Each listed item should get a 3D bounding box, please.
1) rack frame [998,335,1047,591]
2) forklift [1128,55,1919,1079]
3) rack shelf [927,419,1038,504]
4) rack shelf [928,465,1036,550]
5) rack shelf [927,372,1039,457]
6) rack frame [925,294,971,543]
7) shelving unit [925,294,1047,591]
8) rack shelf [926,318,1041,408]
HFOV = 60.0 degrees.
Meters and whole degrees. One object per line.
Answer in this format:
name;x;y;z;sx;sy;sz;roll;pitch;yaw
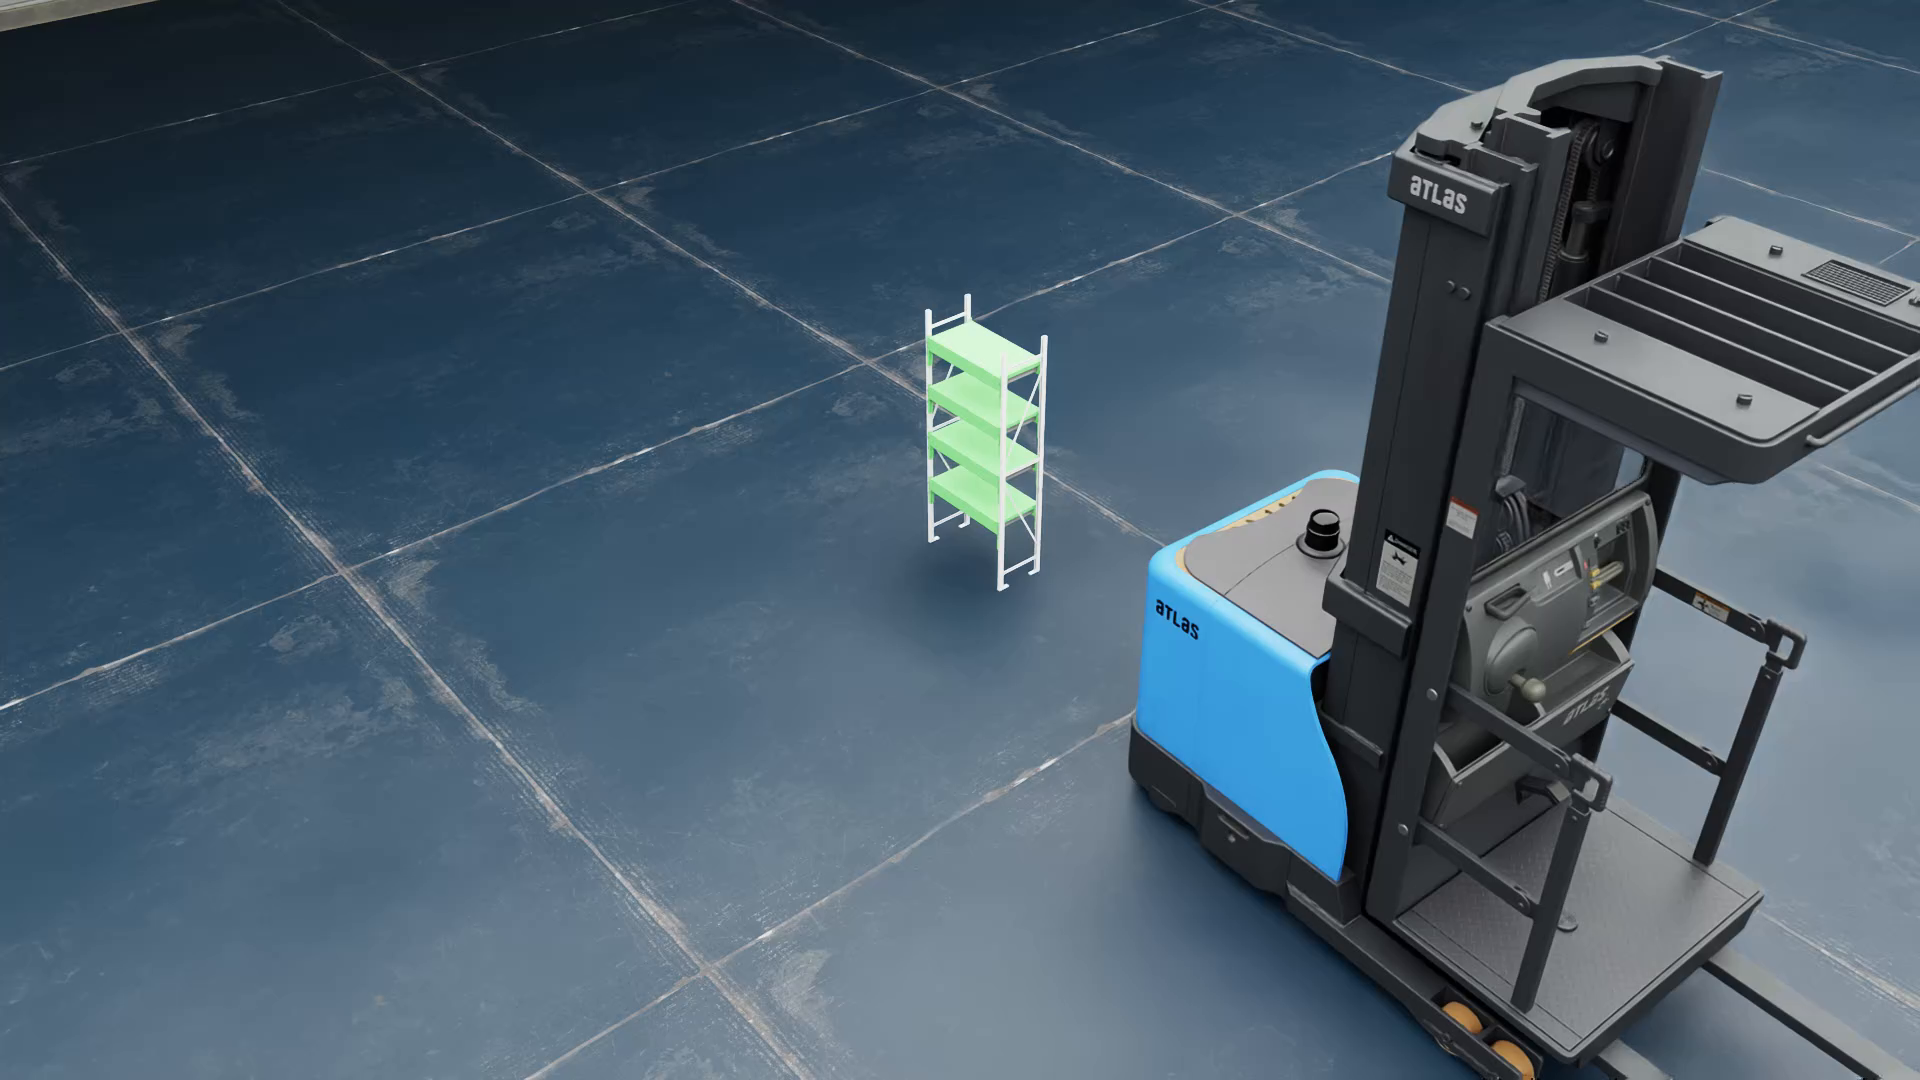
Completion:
rack frame;0.264;-0.309;7.148;0.240;1.200;0.015;-26;43;-32
forklift;1.948;0.232;4.886;1.130;2.935;3.031;-24;42;-30
rack shelf;0.107;-0.364;7.337;0.258;0.148;0.480;-26;43;-32
rack shelf;0.107;-0.169;7.476;0.258;0.148;0.480;-26;43;-32
rack shelf;0.107;-0.560;7.198;0.258;0.148;0.480;-26;43;-32
rack frame;-0.051;-0.524;7.452;0.240;1.200;0.015;-26;43;-32
shelving unit;0.107;-0.417;7.300;0.258;1.200;0.503;-26;43;-32
rack shelf;0.107;-0.756;7.060;0.258;0.148;0.480;-26;43;-32
